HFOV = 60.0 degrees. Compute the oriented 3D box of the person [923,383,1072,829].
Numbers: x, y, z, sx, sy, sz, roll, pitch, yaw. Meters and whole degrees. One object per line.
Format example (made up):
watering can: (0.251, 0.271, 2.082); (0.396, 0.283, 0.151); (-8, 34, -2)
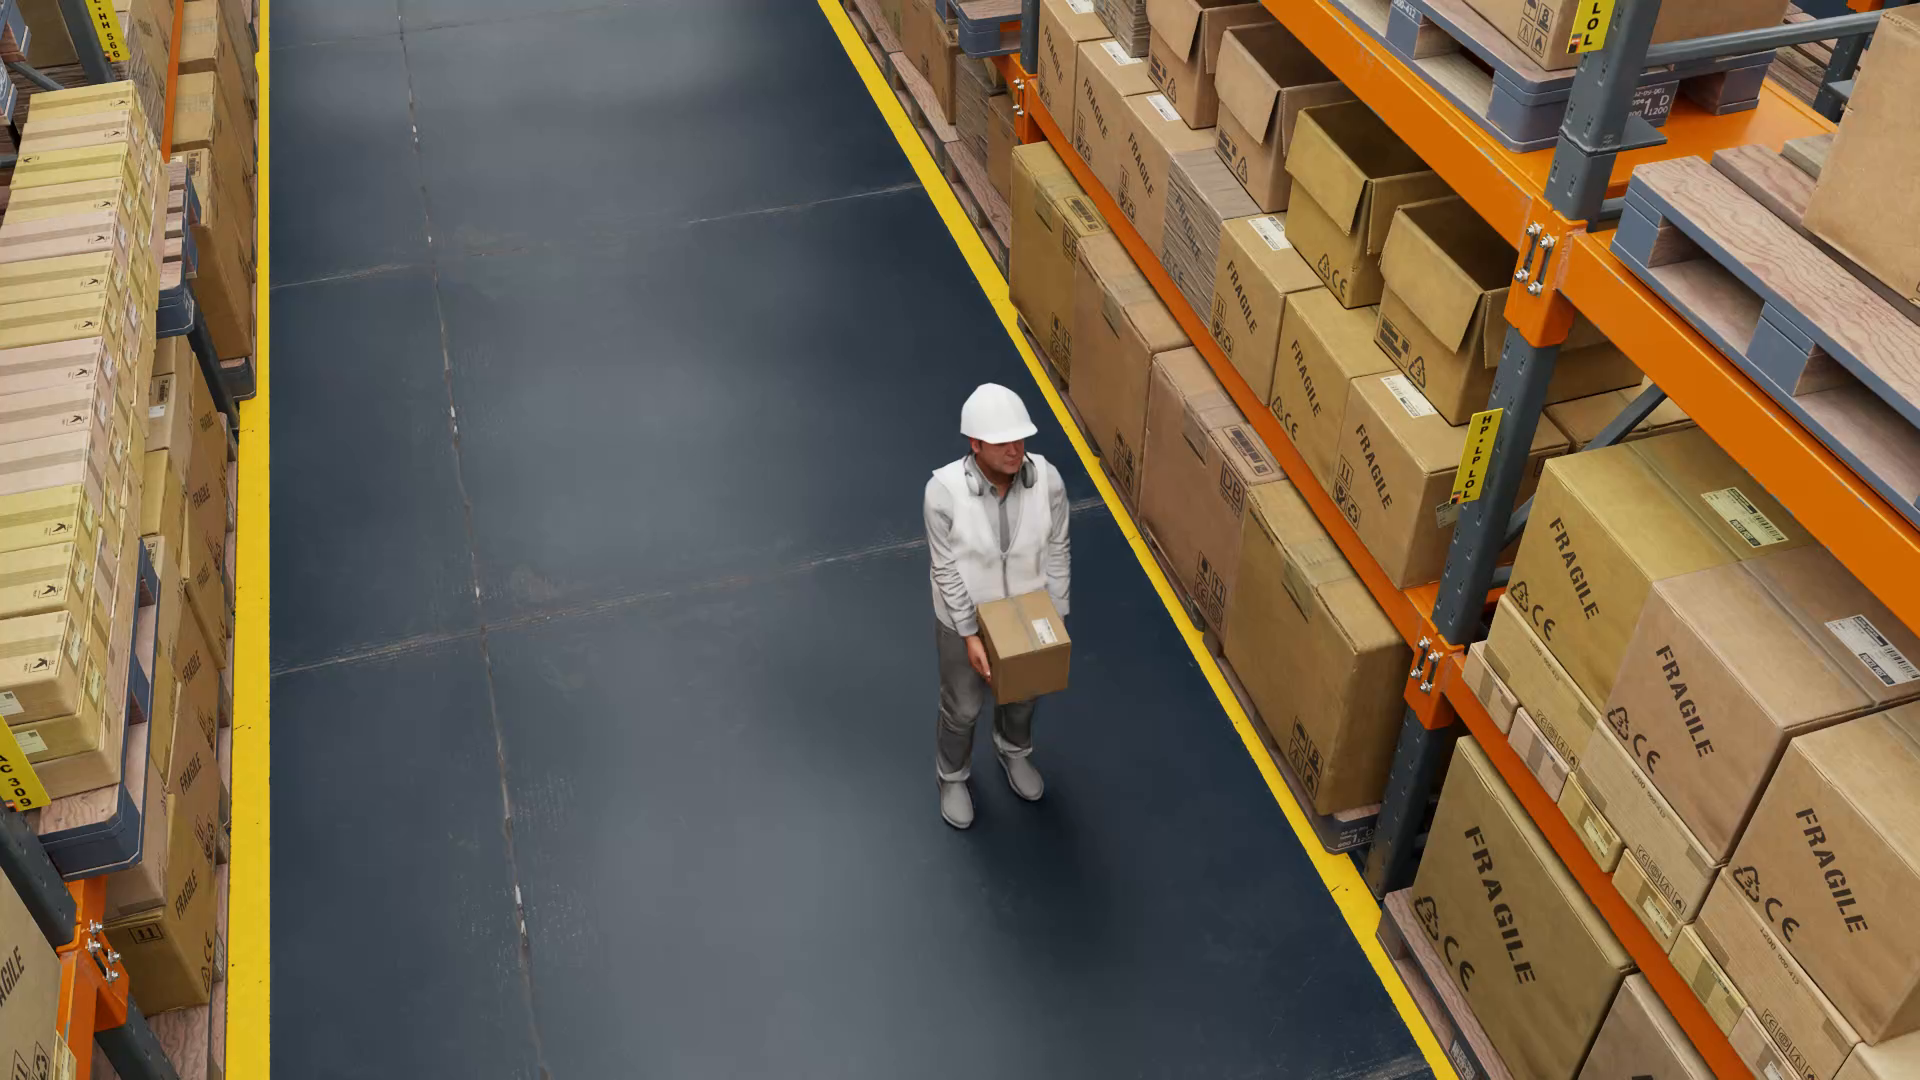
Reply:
person: (0.147, 0.281, 5.827); (0.512, 1.773, 0.540); (-12, 43, -13)
